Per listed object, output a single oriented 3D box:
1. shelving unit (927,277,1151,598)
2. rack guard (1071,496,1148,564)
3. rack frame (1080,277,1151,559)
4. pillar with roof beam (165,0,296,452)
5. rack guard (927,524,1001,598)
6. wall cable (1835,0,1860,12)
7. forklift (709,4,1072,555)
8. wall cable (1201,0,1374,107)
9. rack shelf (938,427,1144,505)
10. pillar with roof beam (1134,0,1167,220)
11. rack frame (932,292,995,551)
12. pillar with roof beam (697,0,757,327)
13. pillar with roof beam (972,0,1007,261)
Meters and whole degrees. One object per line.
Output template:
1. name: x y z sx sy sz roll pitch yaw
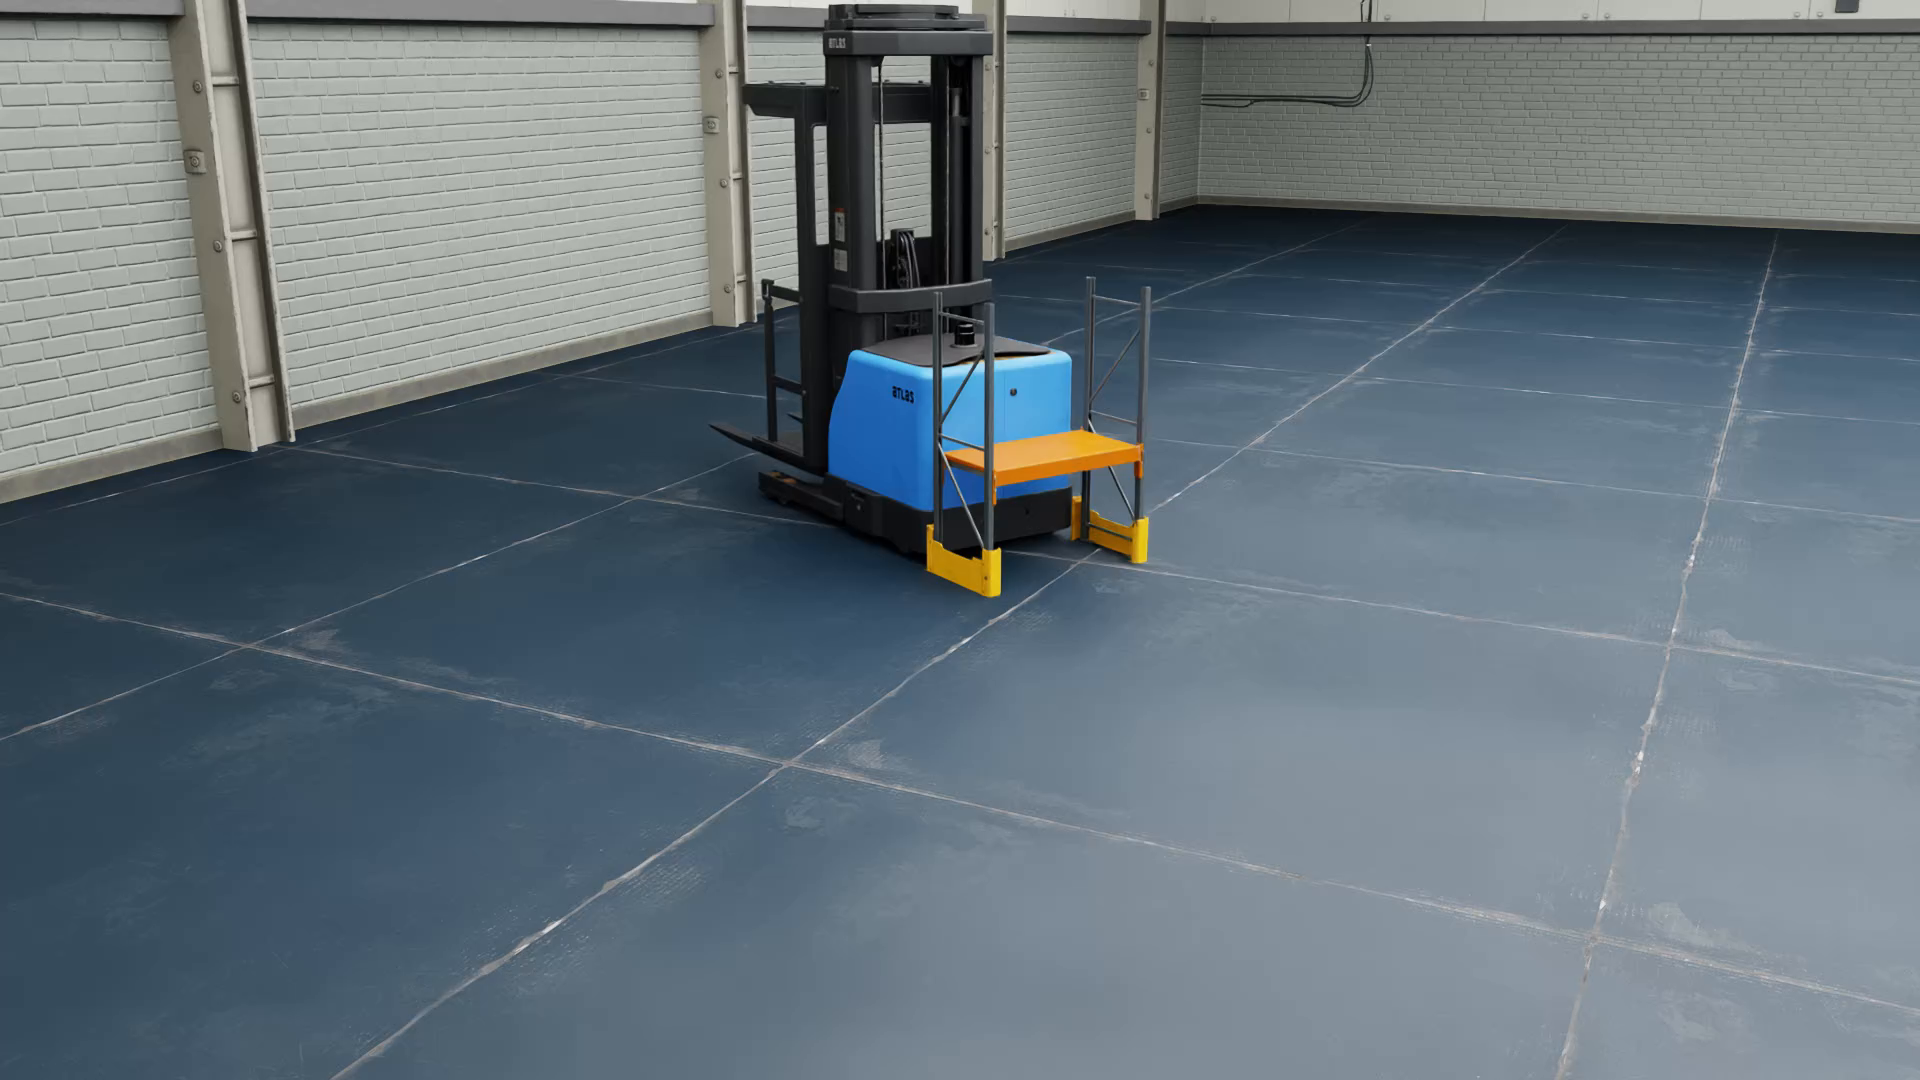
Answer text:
1. shelving unit: 0.423 -0.577 8.832 1.083 1.500 0.587 -11 20 -34
2. rack guard: 0.830 -0.059 9.285 0.087 0.250 0.587 -11 20 -34
3. rack frame: 0.845 -0.662 9.117 0.032 1.500 0.500 -11 20 -34
4. pillar with roof beam: -1.136 -4.450 8.701 9.100 9.000 0.400 8 18 25
5. rack guard: 0.015 0.104 8.735 0.087 0.250 0.587 -11 20 -34
6. wall cable: 14.041 -10.583 23.378 2.305 6.003 0.169 8 18 25
7. forklift: -0.602 -1.689 10.063 1.130 2.935 3.031 -11 20 -33
8. wall cable: 5.555 -8.676 28.384 3.097 2.526 0.112 8 18 25
9. rack shelf: 0.430 -0.406 8.888 1.000 0.185 0.538 -11 20 -34
10. pillar with roof beam: 6.907 -9.035 24.138 9.100 9.000 0.400 8 18 25
11. rack frame: 0.014 -0.495 8.556 0.032 1.500 0.500 -11 20 -34
12. pillar with roof beam: 1.545 -5.978 13.847 9.100 9.000 0.400 8 18 25
13. pillar with roof beam: 4.226 -7.506 18.992 9.100 9.000 0.400 8 18 25
